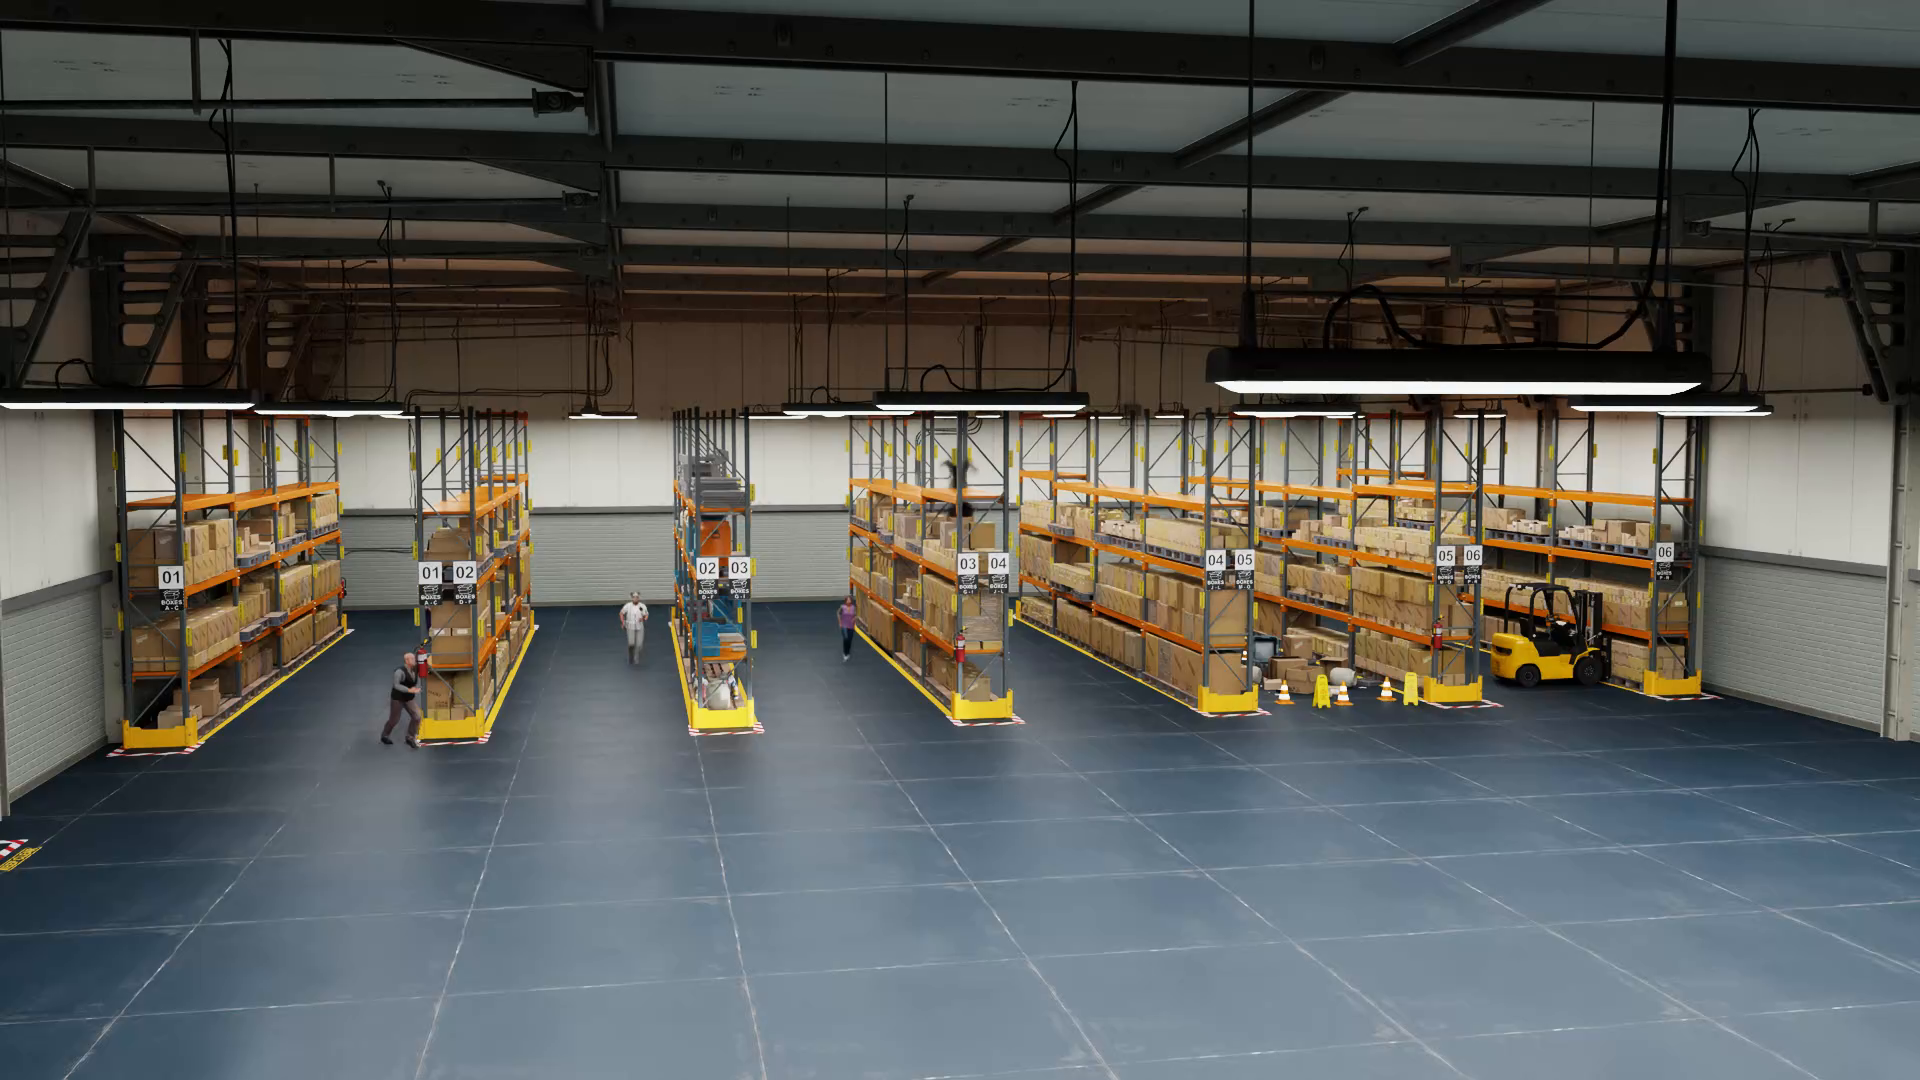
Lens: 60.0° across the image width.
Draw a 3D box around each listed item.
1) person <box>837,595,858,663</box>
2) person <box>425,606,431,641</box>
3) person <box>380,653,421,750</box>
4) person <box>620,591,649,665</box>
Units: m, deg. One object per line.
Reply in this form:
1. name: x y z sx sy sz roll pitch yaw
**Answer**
1. person: -2.679 2.115 39.715 0.448 1.606 0.789 -1 4 -17
2. person: -13.606 1.903 42.928 0.611 1.540 0.818 -2 4 -21
3. person: -9.793 2.825 29.136 0.901 1.726 0.663 2 5 26
4. person: -7.618 2.070 38.967 0.659 1.754 0.653 -1 4 -15
